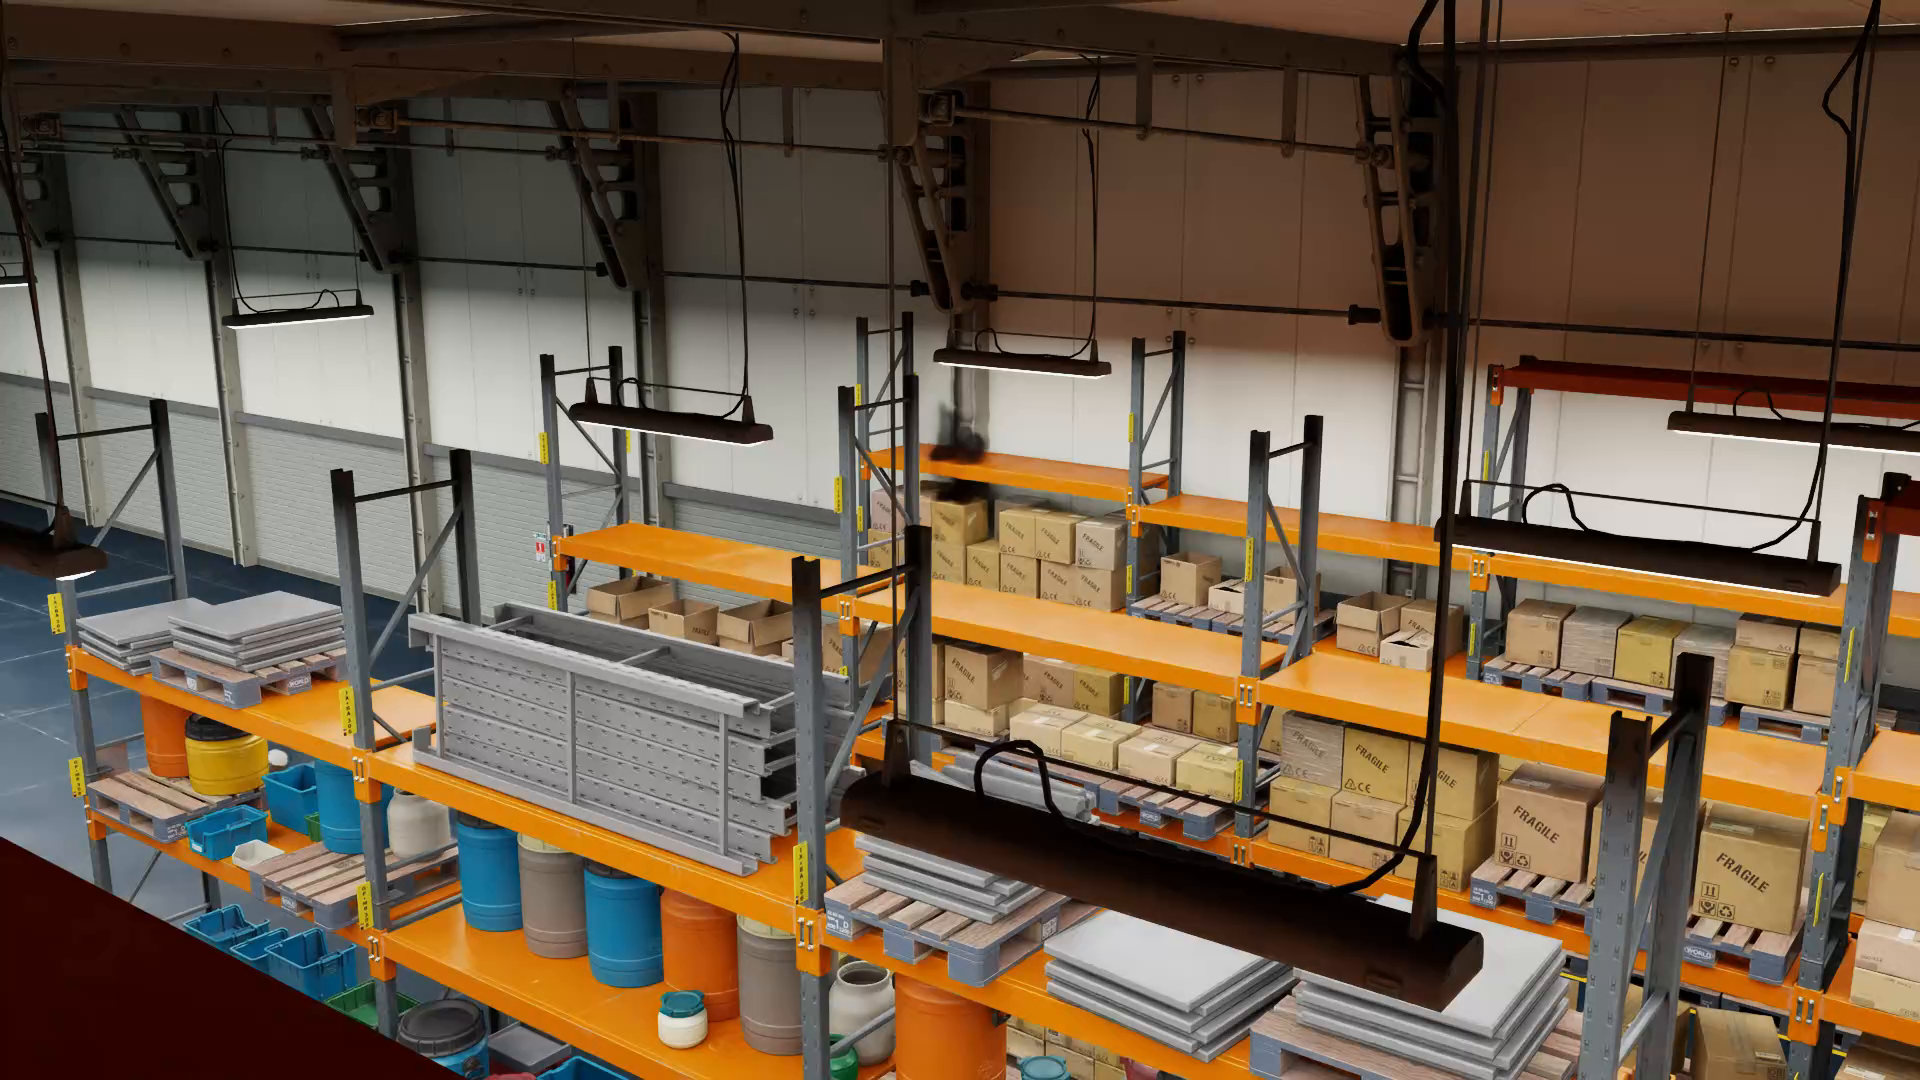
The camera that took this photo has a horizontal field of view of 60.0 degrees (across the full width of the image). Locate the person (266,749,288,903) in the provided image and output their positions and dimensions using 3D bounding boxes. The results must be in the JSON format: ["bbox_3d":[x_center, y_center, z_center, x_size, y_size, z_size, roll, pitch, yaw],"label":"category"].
[{"bbox_3d":[-7.339,3.108,18.082,0.582,1.735,0.693,-5,14,-22],"label":"person"}]
